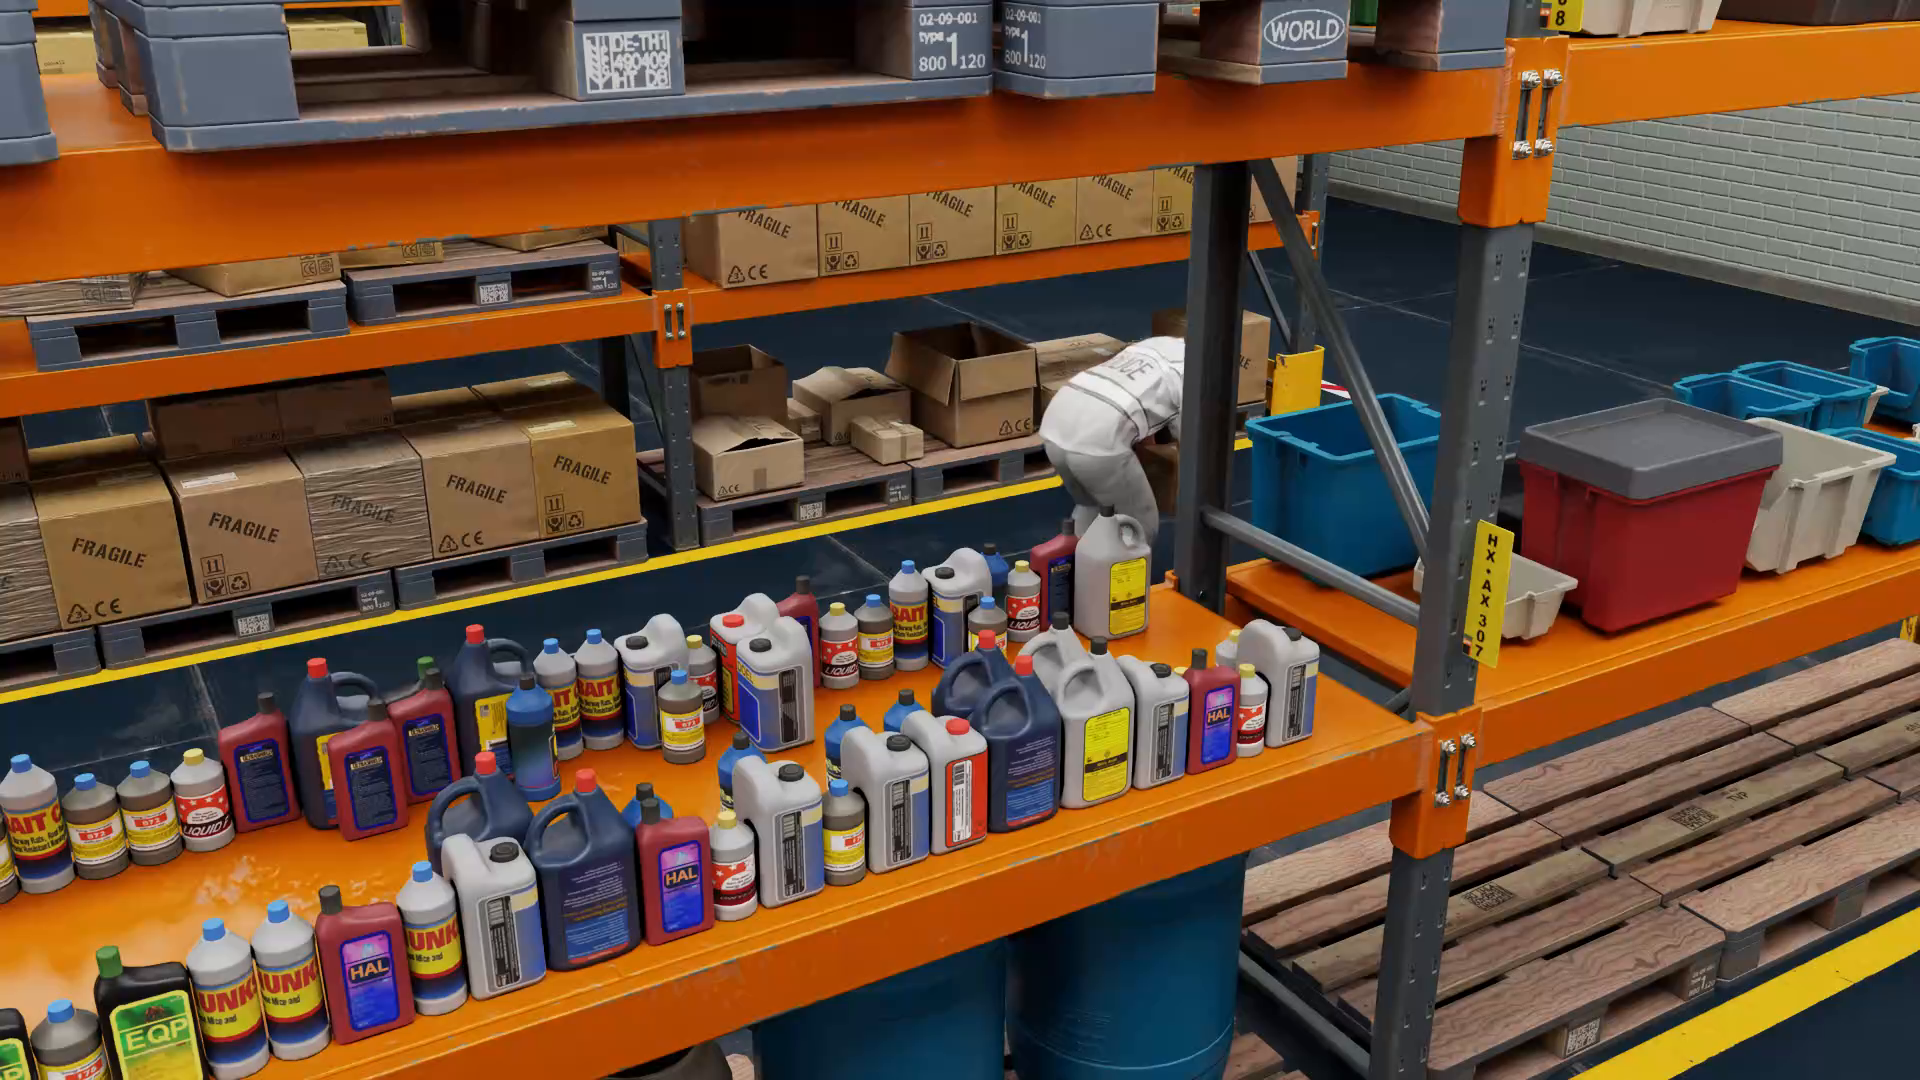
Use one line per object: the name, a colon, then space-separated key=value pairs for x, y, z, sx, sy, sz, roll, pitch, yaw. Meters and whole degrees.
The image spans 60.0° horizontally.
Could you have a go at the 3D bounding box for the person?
person: x=0.819 y=-0.308 z=7.478 sx=0.987 sy=1.297 sz=0.493 roll=-13 pitch=25 yaw=-30
